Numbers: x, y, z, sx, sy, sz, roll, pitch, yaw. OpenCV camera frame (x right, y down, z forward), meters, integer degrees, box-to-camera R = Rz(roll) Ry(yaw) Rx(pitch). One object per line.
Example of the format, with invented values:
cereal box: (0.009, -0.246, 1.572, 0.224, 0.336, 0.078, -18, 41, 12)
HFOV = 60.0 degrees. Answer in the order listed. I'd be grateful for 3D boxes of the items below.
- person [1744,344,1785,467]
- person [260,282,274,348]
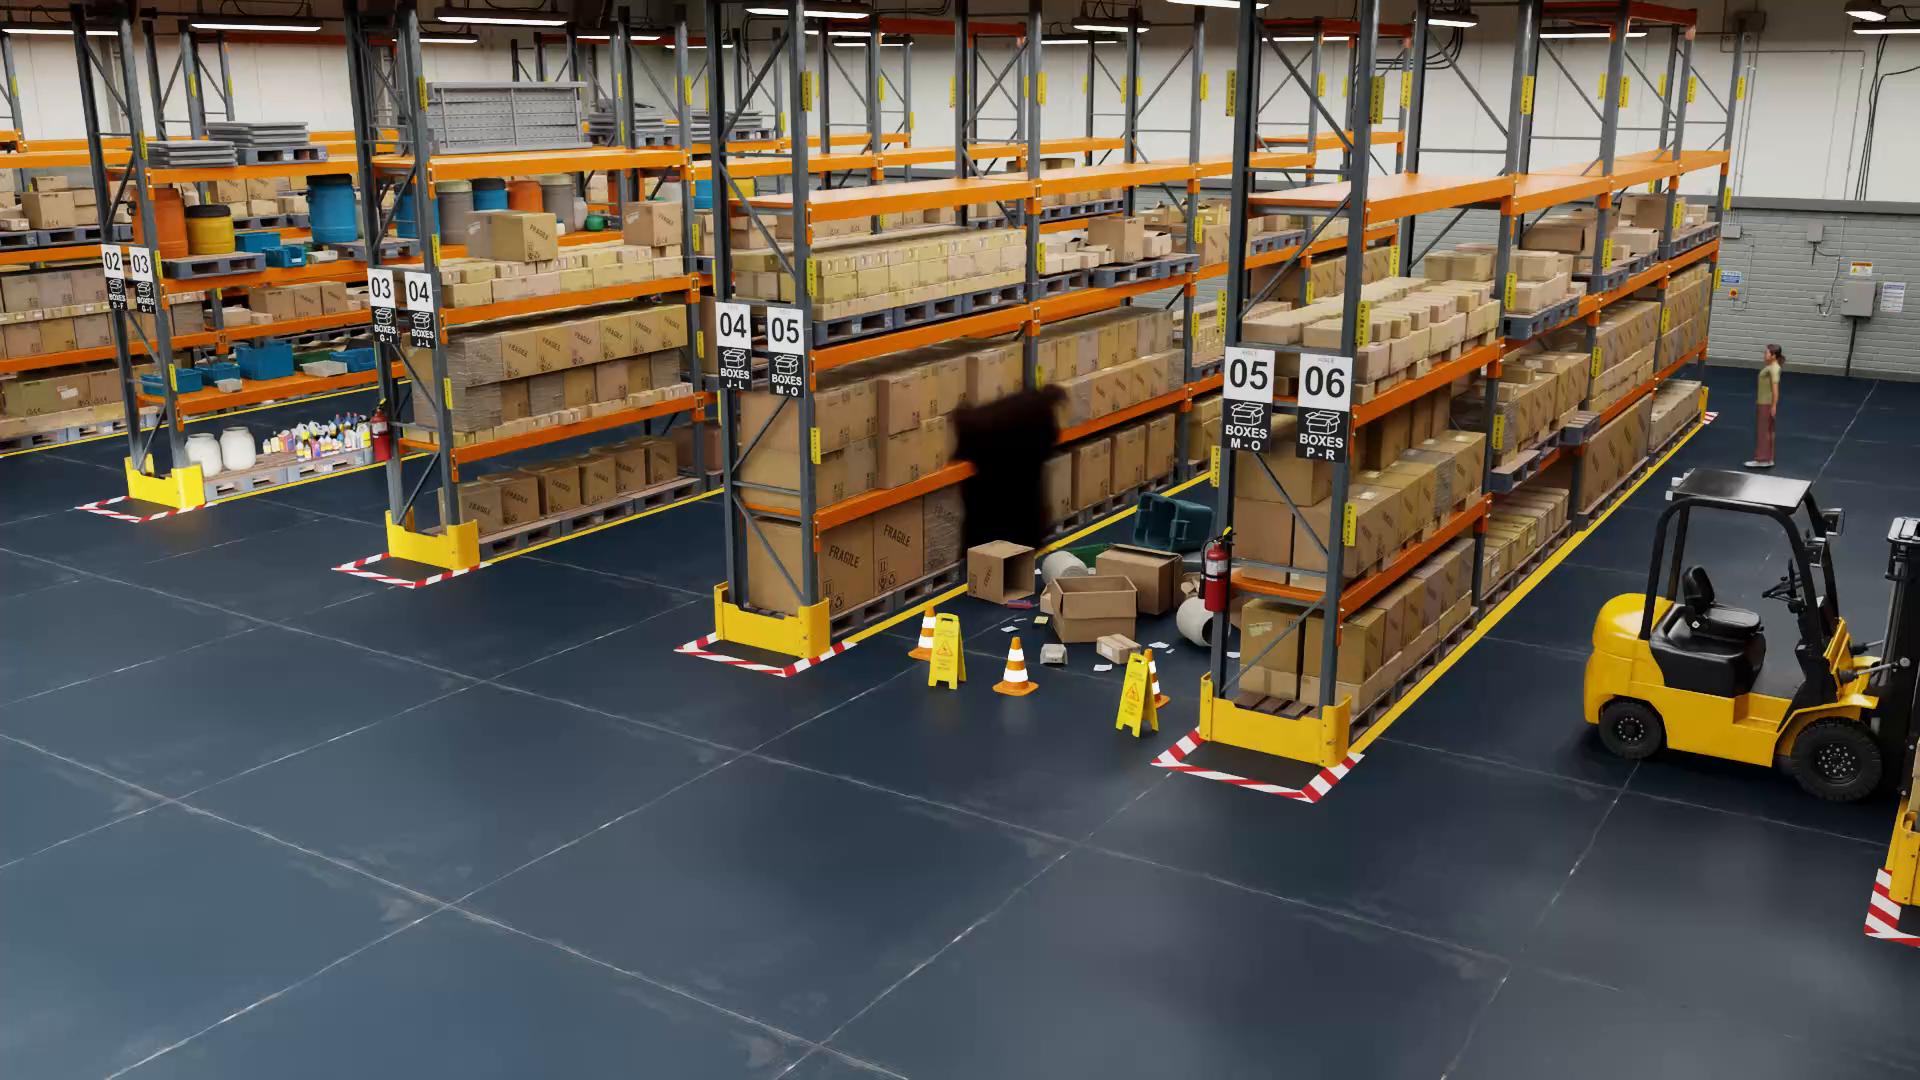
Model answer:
person: (11.031, -1.842, 22.714, 0.354, 1.676, 0.502, 11, 19, 35)
person: (-12.870, -4.130, 31.097, 0.632, 1.588, 0.402, 8, 17, 26)
